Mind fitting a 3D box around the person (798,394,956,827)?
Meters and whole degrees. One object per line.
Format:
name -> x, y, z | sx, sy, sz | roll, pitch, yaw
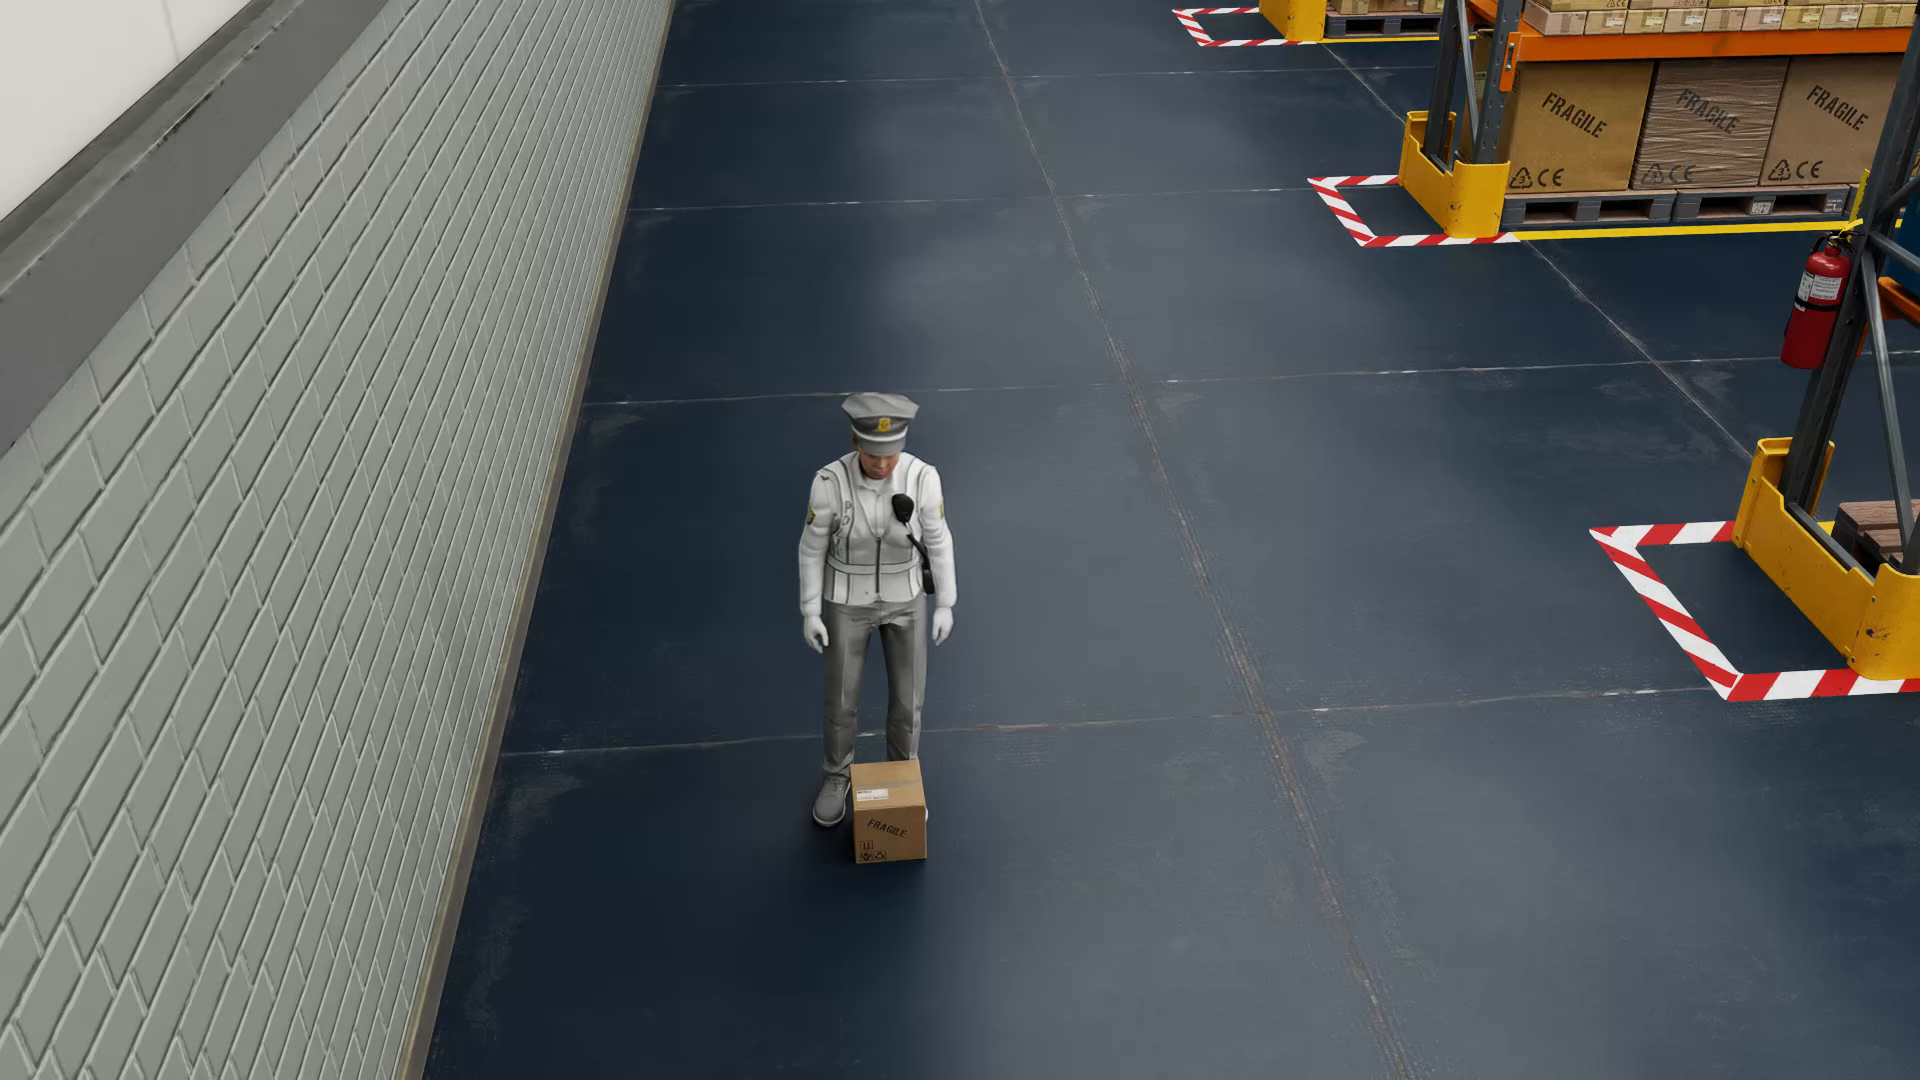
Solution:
person -> -0.280, 0.246, 5.726 | 0.539, 1.663, 0.405 | -4, 31, -6
